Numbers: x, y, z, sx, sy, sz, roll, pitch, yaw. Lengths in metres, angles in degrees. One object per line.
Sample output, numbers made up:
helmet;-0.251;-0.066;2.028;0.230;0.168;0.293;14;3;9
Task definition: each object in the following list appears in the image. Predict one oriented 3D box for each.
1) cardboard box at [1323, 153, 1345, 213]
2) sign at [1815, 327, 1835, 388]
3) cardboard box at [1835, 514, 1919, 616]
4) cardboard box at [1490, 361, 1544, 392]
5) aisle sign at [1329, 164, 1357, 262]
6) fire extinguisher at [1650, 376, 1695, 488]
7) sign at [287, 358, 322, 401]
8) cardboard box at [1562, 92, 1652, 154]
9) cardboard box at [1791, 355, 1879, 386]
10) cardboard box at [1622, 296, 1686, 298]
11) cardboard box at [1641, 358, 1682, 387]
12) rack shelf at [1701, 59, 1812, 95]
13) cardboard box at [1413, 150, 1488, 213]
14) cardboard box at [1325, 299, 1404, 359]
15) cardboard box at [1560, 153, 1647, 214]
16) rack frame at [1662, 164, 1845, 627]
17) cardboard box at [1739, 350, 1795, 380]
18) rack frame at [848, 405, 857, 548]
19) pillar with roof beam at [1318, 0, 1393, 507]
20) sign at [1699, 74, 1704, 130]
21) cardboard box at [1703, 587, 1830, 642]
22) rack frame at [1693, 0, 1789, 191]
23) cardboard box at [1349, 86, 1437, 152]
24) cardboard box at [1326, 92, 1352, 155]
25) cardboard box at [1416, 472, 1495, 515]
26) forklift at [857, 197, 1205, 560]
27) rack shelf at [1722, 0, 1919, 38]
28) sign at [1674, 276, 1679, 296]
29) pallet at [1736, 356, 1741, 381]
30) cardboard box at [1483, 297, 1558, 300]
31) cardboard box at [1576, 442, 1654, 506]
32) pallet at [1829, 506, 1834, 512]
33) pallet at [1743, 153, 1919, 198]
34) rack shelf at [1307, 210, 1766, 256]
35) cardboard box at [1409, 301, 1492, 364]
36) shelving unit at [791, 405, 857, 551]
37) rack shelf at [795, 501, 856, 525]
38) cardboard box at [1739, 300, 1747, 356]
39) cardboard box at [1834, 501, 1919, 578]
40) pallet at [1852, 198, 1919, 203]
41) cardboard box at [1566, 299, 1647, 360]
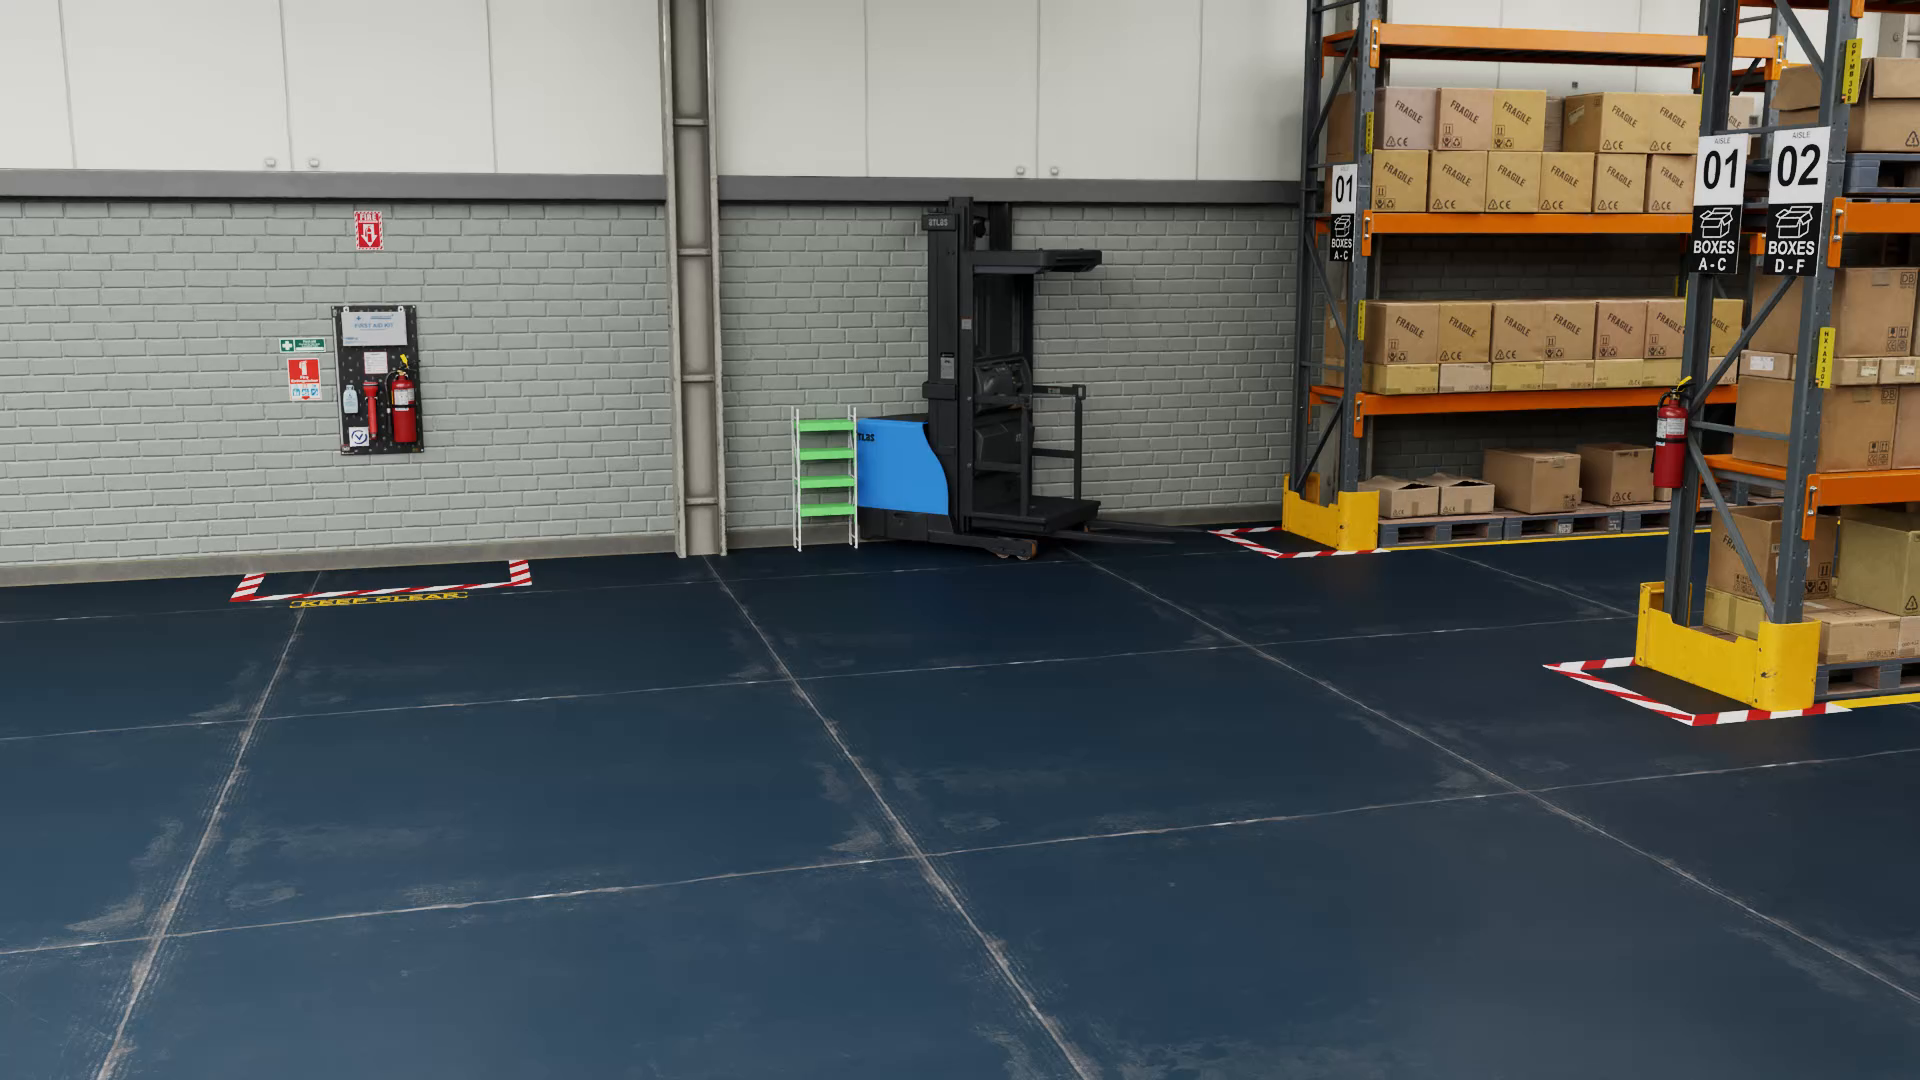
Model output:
cardboard box;3.489;-3.082;14.386;0.500;0.500;0.500;-2;11;-12
sign;4.696;-0.990;9.027;0.005;0.325;0.100;-3;11;-16
cardboard box;5.604;0.141;9.858;0.500;0.500;0.500;-3;11;-16
cardboard box;4.702;-1.442;14.451;0.500;0.250;0.500;-3;11;-17
aisle sign;3.174;-2.705;13.776;0.004;0.787;0.394;-3;11;-16
fire extinguisher;4.304;-0.658;10.051;0.183;0.674;0.296;-3;11;-16
sign;-5.115;-1.254;12.974;0.234;0.329;0.001;-3;11;-16
cardboard box;5.572;-3.581;14.334;0.500;0.500;0.500;-3;11;-18
cardboard box;4.984;-0.972;9.475;0.250;0.149;0.380;-3;11;-16
cardboard box;6.490;-2.002;15.426;0.500;0.500;0.500;-3;11;-17
cardboard box;6.149;-1.521;14.881;0.500;0.250;0.500;-3;11;-16
rack shelf;8.920;-4.186;15.522;4.000;0.370;1.077;-3;11;-16
cardboard box;4.075;-3.011;14.002;0.500;0.500;0.500;-2;11;-12
cardboard box;3.552;-1.848;14.589;0.500;0.500;0.500;-3;11;-17
cardboard box;5.573;-3.093;14.445;0.500;0.500;0.500;-3;11;-18
rack frame;4.547;-0.622;9.638;0.127;3.000;1.000;-3;11;-16
cardboard box;4.861;-1.042;9.855;0.250;0.149;0.380;-3;11;-17
rack frame;-0.916;-0.541;14.171;0.015;1.200;0.240;-3;11;-17
pillar with roof beam;4.792;-3.870;10.716;0.400;9.000;9.100;-3;11;-16
sign;4.409;-2.588;9.810;0.005;0.325;0.100;-3;11;-16
cardboard box;4.979;0.446;10.275;0.500;0.250;0.500;-3;11;-16
rack frame;6.999;-4.635;14.871;0.127;3.000;1.000;-3;11;-16
cardboard box;3.597;-3.486;13.818;0.500;0.500;0.500;-4;11;-20
cardboard box;3.500;-3.576;14.307;0.500;0.500;0.500;-3;11;-13
cardboard box;4.396;-0.425;14.780;0.500;0.311;0.500;-2;11;-11
forklift;0.545;-1.385;13.973;3.031;2.935;1.130;6;12;29
rack shelf;6.467;-3.123;9.746;4.000;0.370;1.077;-3;11;-16
sign;6.841;-2.351;15.833;0.005;0.325;0.100;-3;11;-16
pallet;7.774;-1.604;15.504;1.213;0.211;1.003;-3;11;-16
cardboard box;5.017;-1.924;15.003;0.500;0.500;0.500;-3;11;-15
cardboard box;6.014;-0.613;15.278;0.500;0.500;0.500;-4;11;-20
pallet;8.920;-0.416;16.221;1.213;0.211;1.003;-3;11;-16
pallet;5.233;-2.085;9.544;1.213;0.211;1.003;-3;11;-16
rack shelf;5.079;-2.705;14.658;4.000;0.370;1.077;-3;11;-16
cardboard box;4.179;-1.783;14.233;0.500;0.500;0.500;-3;11;-16
shelving unit;-1.150;-0.528;14.102;0.503;1.200;0.258;-3;11;-17
rack shelf;-1.150;-0.229;14.157;0.480;0.148;0.258;-3;11;-17
cardboard box;7.498;-1.970;15.473;0.500;0.500;0.700;-3;11;-16
cardboard box;5.935;0.023;10.498;0.500;0.500;0.500;-3;11;-16
pallet;8.617;-3.134;15.517;1.003;0.211;1.213;-3;11;-16
cardboard box;5.668;-1.862;14.665;0.500;0.500;0.500;-3;11;-18
